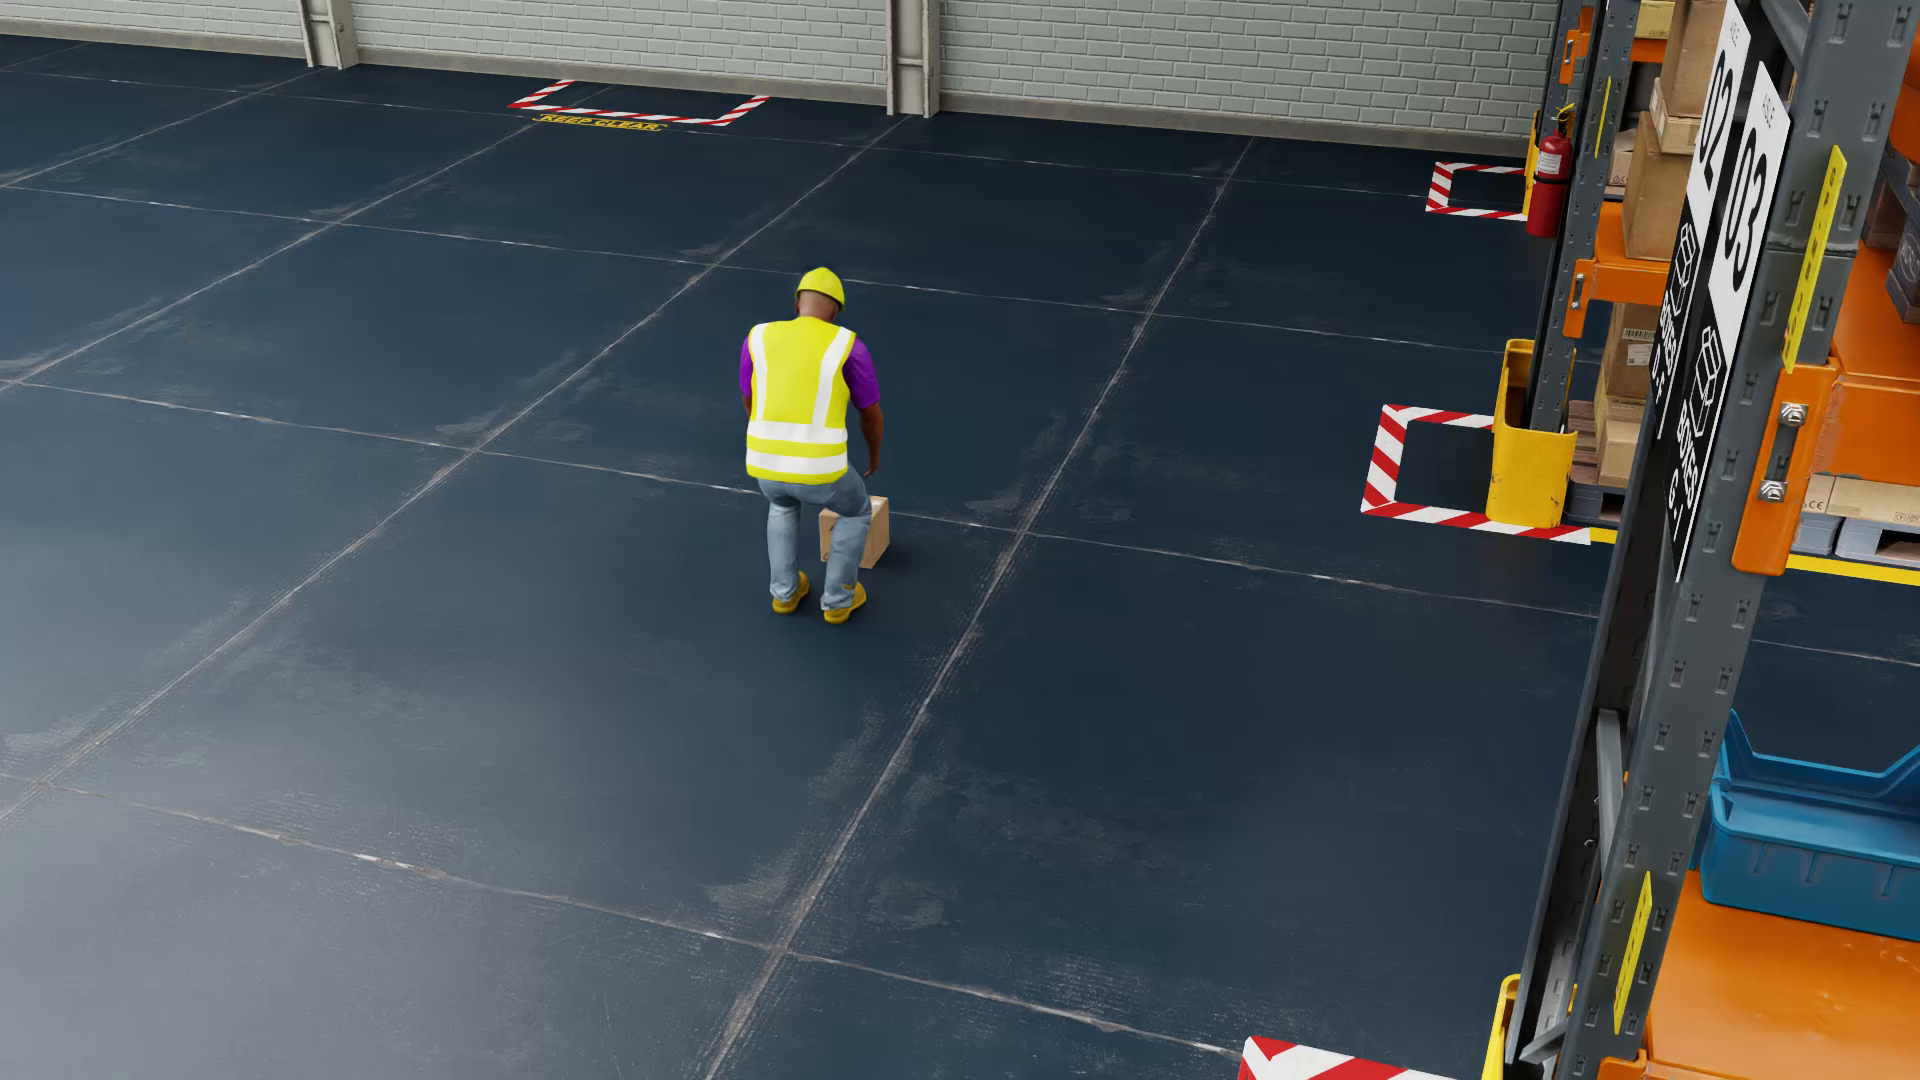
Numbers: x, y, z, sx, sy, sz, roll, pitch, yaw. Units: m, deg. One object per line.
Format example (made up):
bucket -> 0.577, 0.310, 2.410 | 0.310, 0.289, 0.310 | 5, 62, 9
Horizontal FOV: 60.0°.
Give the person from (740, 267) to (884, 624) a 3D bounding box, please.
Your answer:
person -> -0.656, -0.387, 7.114 | 0.630, 1.461, 0.728 | 9, 30, 15
